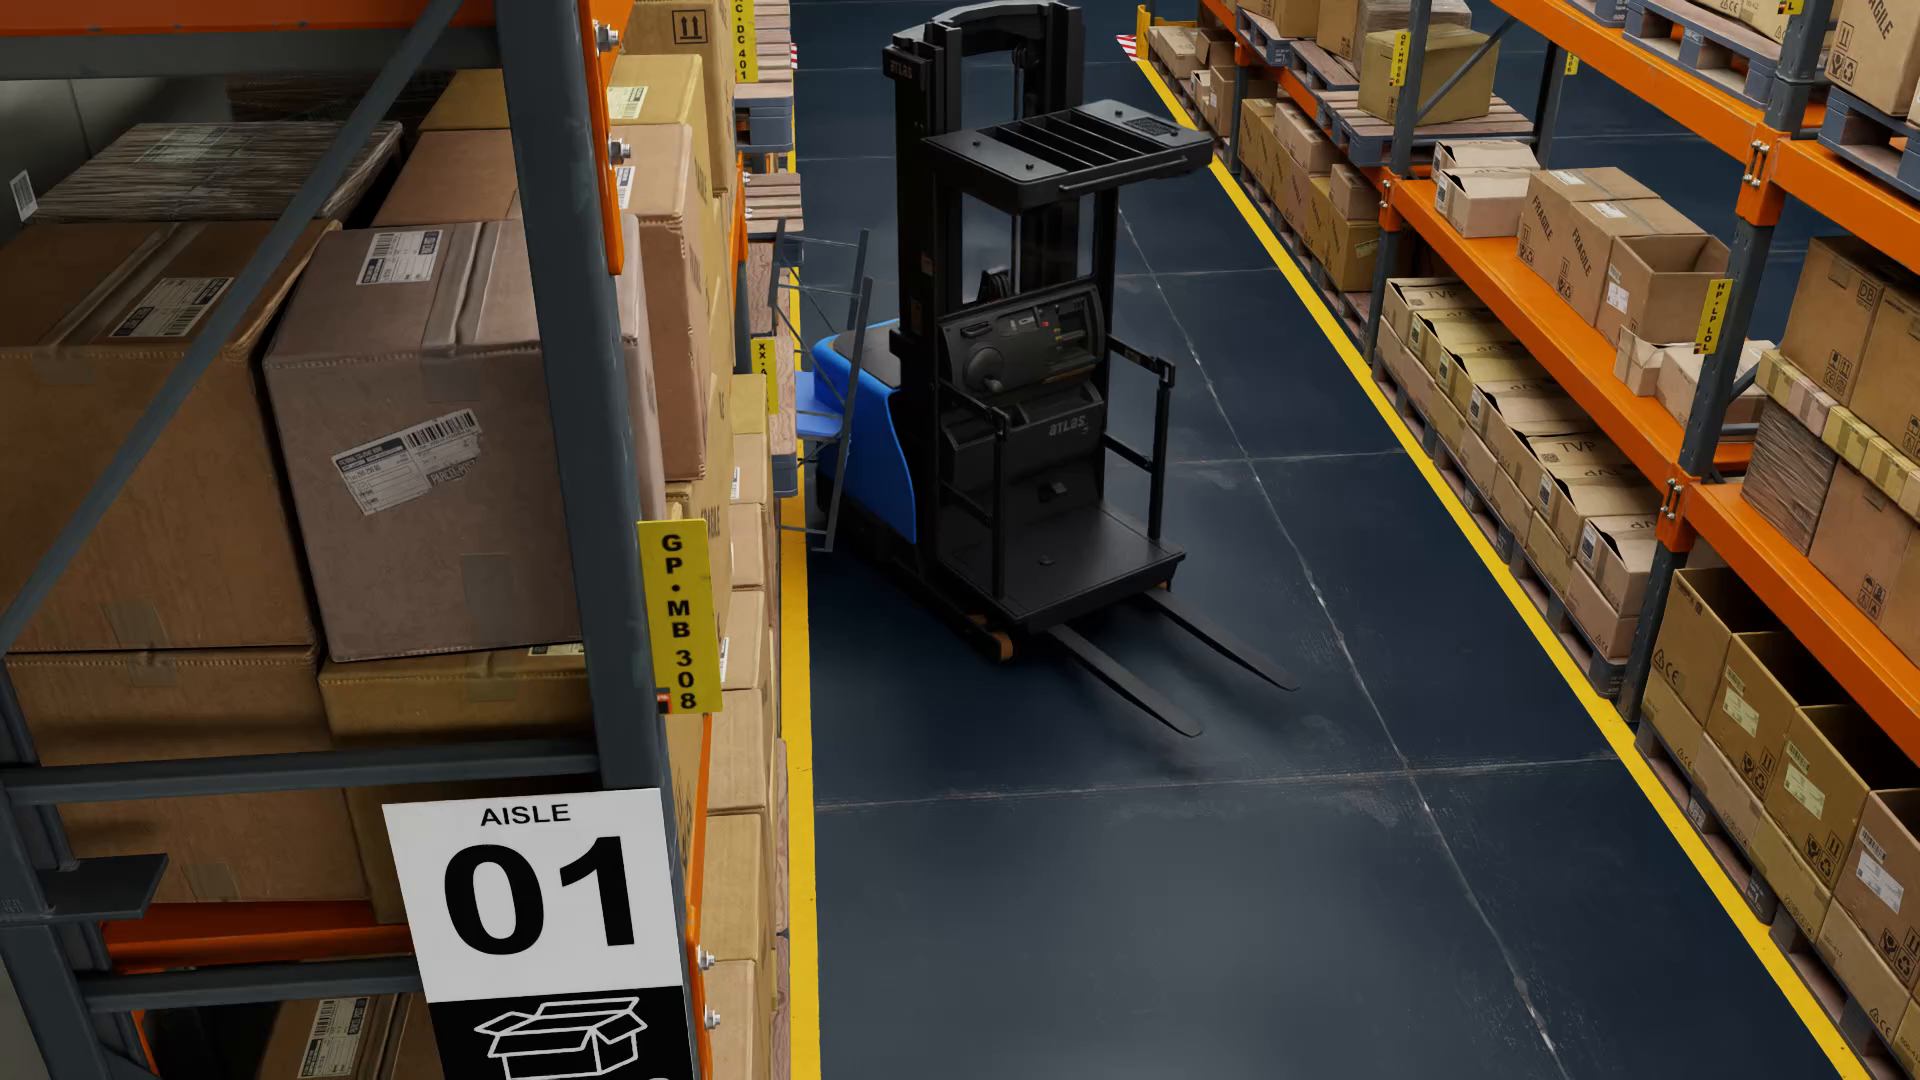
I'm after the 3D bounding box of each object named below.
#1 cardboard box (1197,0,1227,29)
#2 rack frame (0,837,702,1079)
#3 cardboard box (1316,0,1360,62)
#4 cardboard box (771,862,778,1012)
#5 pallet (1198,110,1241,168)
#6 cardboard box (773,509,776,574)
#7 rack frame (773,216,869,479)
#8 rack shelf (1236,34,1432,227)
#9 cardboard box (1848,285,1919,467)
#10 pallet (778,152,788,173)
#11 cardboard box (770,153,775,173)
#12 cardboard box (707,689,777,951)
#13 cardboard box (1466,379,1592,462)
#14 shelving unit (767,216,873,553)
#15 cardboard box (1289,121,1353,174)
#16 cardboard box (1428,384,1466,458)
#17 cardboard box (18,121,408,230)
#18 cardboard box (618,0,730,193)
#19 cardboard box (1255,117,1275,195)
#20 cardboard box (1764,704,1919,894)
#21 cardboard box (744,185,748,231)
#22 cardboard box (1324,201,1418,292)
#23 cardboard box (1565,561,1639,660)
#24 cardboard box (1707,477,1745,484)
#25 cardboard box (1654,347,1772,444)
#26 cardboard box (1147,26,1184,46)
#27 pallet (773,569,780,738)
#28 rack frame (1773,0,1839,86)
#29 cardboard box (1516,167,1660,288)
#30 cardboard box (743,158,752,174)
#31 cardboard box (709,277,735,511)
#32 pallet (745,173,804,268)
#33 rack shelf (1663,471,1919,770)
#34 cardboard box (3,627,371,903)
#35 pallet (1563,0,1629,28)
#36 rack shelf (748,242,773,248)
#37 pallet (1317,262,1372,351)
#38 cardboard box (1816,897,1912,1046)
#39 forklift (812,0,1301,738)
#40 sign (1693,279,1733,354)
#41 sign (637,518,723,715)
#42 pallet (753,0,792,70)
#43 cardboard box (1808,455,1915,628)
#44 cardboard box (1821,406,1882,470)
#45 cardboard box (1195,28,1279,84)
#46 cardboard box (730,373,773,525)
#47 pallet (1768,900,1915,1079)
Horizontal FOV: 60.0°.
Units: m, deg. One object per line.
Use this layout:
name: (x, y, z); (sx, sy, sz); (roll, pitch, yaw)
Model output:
cardboard box: (2.795, -5.455, 17.467); (0.500, 0.500, 0.500); (-3, 31, -5)
rack frame: (-0.938, 1.803, 3.307); (1.000, 3.000, 0.127); (-3, 31, -5)
cardboard box: (3.099, -3.887, 12.326); (0.700, 0.500, 0.500); (-11, 32, -17)
cardboard box: (-0.772, 1.069, 4.661); (0.500, 0.250, 0.500); (-3, 31, -5)
pallet: (2.809, -3.717, 15.267); (1.003, 0.211, 1.213); (-3, 31, -5)
cardboard box: (-0.966, 0.044, 6.379); (0.500, 0.250, 0.500); (-3, 31, -4)
rack frame: (-0.872, -1.059, 9.423); (0.500, 1.500, 0.032); (7, 23, -7)
rack shelf: (3.059, -3.233, 12.439); (1.077, 0.370, 4.000); (-3, 31, -5)
cardboard box: (3.716, -0.594, 5.958); (0.700, 0.500, 0.500); (-3, 31, -5)
pallet: (-2.052, -3.519, 14.935); (1.003, 0.211, 1.213); (-3, 31, -5)
cardboard box: (-1.699, -2.368, 11.977); (0.750, 0.750, 0.750); (-3, 31, -5)
cardboard box: (-0.762, 0.761, 4.445); (0.500, 0.500, 0.500); (-4, 31, -6)
cardboard box: (3.154, -0.689, 9.204); (0.500, 0.311, 0.500); (-3, 31, -5)
shelving unit: (-0.837, -0.854, 8.959); (0.538, 1.500, 1.048); (7, 23, -7)
cardboard box: (2.816, -2.976, 12.584); (0.500, 0.250, 0.500); (-3, 31, -6)
cardboard box: (3.105, -0.718, 9.798); (0.500, 0.250, 0.500); (-4, 31, -6)
cardboard box: (-1.301, -0.451, 3.063); (0.500, 0.500, 0.500); (-1, 31, -2)
cardboard box: (-0.874, -1.220, 4.350); (0.500, 0.500, 0.500); (-4, 31, -6)
cardboard box: (2.736, -3.148, 13.605); (0.500, 0.500, 0.500); (-2, 31, -4)
cardboard box: (3.445, 0.962, 6.255); (0.500, 0.500, 0.500); (-3, 31, -5)
cardboard box: (-1.552, -1.990, 9.130); (0.700, 0.500, 0.500); (-6, 31, -9)
cardboard box: (2.925, -2.103, 11.854); (0.500, 0.500, 0.500); (-2, 31, -3)
cardboard box: (3.292, 0.324, 8.055); (0.500, 0.250, 0.500); (-3, 31, -5)
cardboard box: (3.788, -0.198, 8.382); (0.500, 0.311, 0.500); (-3, 31, -5)
cardboard box: (3.530, -0.664, 7.582); (0.500, 0.250, 0.500); (-1, 31, -1)
cardboard box: (2.196, -5.340, 17.616); (0.380, 0.149, 0.250); (-3, 31, -5)
pallet: (-1.386, 0.560, 8.106); (1.003, 0.211, 1.213); (-3, 31, -5)
rack frame: (3.620, -3.054, 5.588); (1.000, 3.000, 0.127); (-3, 31, -5)
cardboard box: (3.419, -1.708, 9.087); (0.500, 0.500, 0.500); (-4, 31, -7)
cardboard box: (-1.486, -2.362, 10.504); (0.380, 0.149, 0.250); (-3, 31, -5)
cardboard box: (-0.788, -0.260, 3.718); (0.500, 0.500, 0.500); (-1, 31, -2)
pallet: (-1.513, -1.841, 9.594); (1.213, 0.211, 1.003); (-3, 31, -5)
rack shelf: (3.807, 0.851, 5.601); (1.077, 0.370, 4.000); (-3, 31, -5)
cardboard box: (-1.229, 0.262, 2.843); (0.500, 0.500, 0.500); (-1, 31, -1)
pallet: (3.506, -2.815, 8.296); (1.003, 0.211, 1.213); (-1, 31, -2)
rack shelf: (-1.499, -0.952, 8.620); (1.077, 0.370, 4.000); (-3, 31, -5)
pallet: (3.214, -1.707, 11.902); (1.003, 0.211, 1.213); (-3, 31, -5)
cardboard box: (3.497, 1.539, 6.021); (0.500, 0.250, 0.500); (-3, 31, -5)
forklift: (0.440, -0.930, 7.949); (1.130, 2.935, 3.031); (-20, 36, -29)
sign: (3.080, -0.911, 6.798); (0.100, 0.325, 0.005); (-3, 31, -5)
sign: (-0.398, 0.114, 2.357); (0.100, 0.325, 0.005); (-3, 31, -5)
pallet: (-1.363, -2.296, 7.427); (1.213, 0.211, 1.003); (-3, 31, -5)
cardboard box: (3.723, -0.026, 6.272); (0.700, 0.500, 0.500); (-3, 31, -5)
cardboard box: (3.502, -0.394, 6.254); (0.380, 0.149, 0.250); (-4, 31, -6)
cardboard box: (2.692, -4.639, 16.097); (0.797, 0.503, 0.637); (-3, 31, -5)
cardboard box: (-0.960, -0.279, 6.188); (0.500, 0.500, 0.500); (-3, 31, -5)
pallet: (3.770, 1.751, 6.113); (1.003, 0.211, 1.213); (-3, 31, -5)
